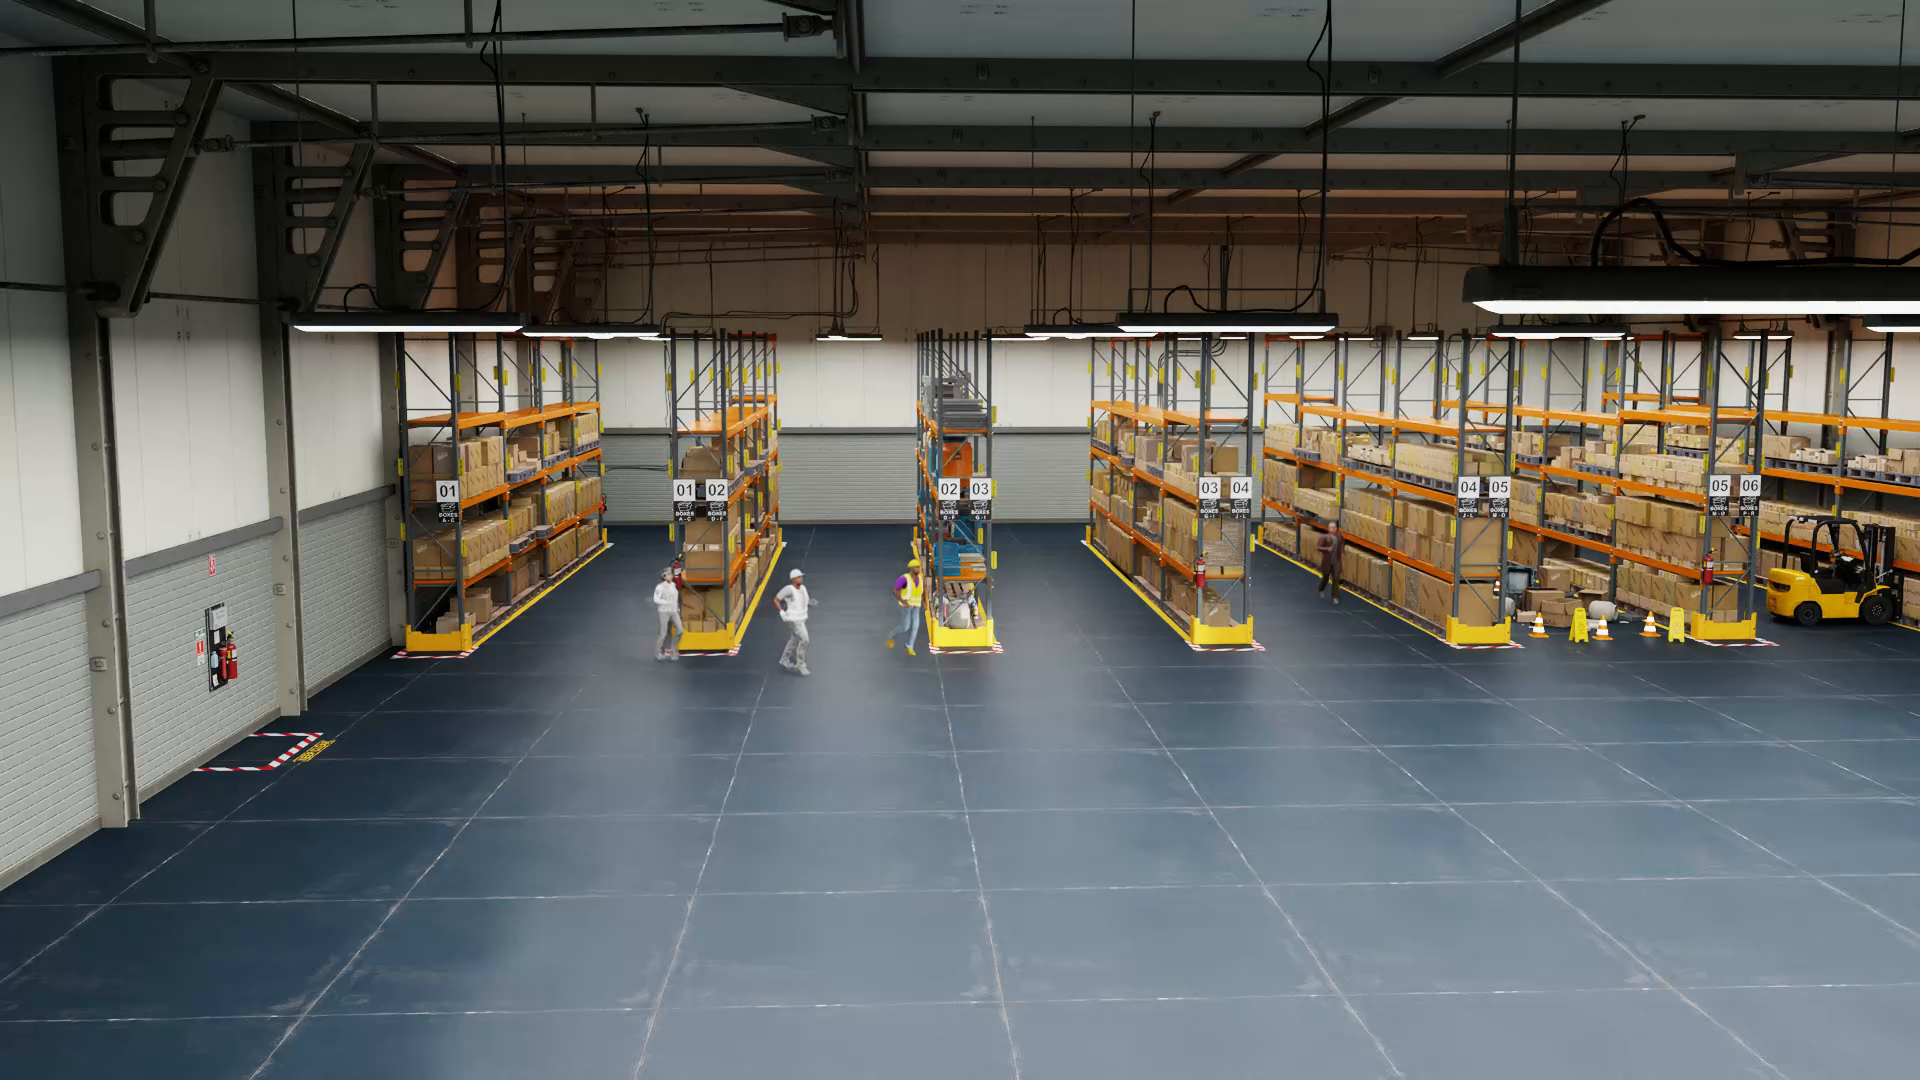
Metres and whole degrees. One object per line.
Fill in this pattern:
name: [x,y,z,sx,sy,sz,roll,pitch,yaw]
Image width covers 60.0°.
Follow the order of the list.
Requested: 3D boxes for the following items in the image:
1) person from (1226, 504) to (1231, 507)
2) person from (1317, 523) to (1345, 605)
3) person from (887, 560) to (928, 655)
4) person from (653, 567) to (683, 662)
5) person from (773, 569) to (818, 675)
person: [7.403,-0.641,46.884,0.684,1.694,0.539,1,7,11]
person: [8.175,0.489,36.686,0.703,1.762,1.059,-1,7,-6]
person: [-0.911,1.226,30.947,0.751,1.731,0.750,-5,9,-38]
person: [-5.269,1.346,30.112,0.602,1.719,0.621,6,9,44]
person: [-2.847,1.428,28.992,0.784,1.846,0.667,3,7,23]
